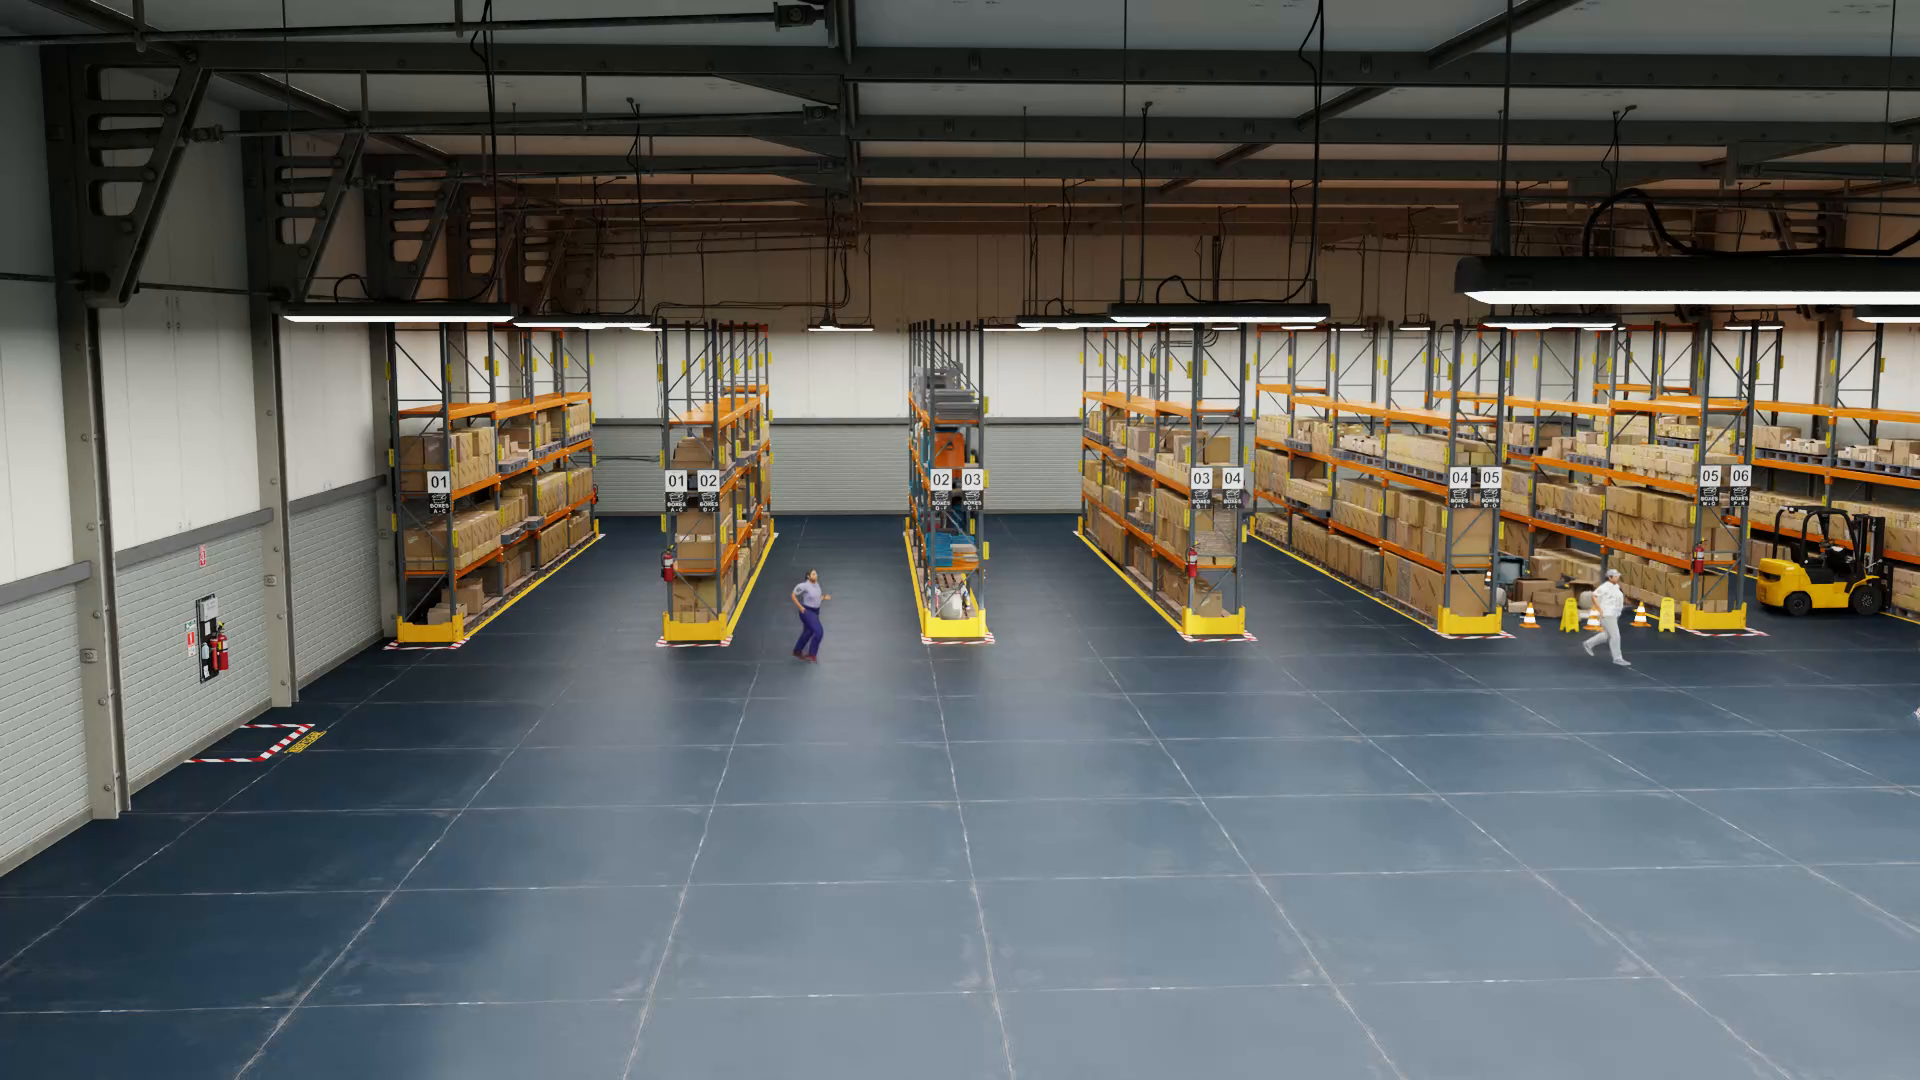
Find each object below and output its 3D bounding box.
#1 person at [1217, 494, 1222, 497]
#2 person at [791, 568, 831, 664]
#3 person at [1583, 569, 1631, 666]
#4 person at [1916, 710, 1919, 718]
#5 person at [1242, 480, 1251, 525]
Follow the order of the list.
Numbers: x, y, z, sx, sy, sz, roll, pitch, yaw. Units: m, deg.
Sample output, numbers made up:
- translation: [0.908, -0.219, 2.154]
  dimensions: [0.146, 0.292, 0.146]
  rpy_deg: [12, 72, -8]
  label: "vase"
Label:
- translation: [7.235, -0.868, 46.735]
  dimensions: [0.567, 1.717, 0.752]
  rpy_deg: [0, 7, 2]
  label: "person"
- translation: [-2.615, 1.340, 29.147]
  dimensions: [0.725, 1.707, 0.572]
  rpy_deg: [3, 8, 20]
  label: "person"
- translation: [11.270, 1.317, 28.946]
  dimensions: [0.906, 1.650, 0.608]
  rpy_deg: [7, 10, 44]
  label: "person"
- translation: [14.225, 1.956, 23.738]
  dimensions: [0.954, 1.667, 0.579]
  rpy_deg: [3, 8, 25]
  label: "person"
- translation: [8.251, -1.055, 48.985]
  dimensions: [0.489, 1.516, 0.662]
  rpy_deg: [-3, 8, -20]
  label: "person"
